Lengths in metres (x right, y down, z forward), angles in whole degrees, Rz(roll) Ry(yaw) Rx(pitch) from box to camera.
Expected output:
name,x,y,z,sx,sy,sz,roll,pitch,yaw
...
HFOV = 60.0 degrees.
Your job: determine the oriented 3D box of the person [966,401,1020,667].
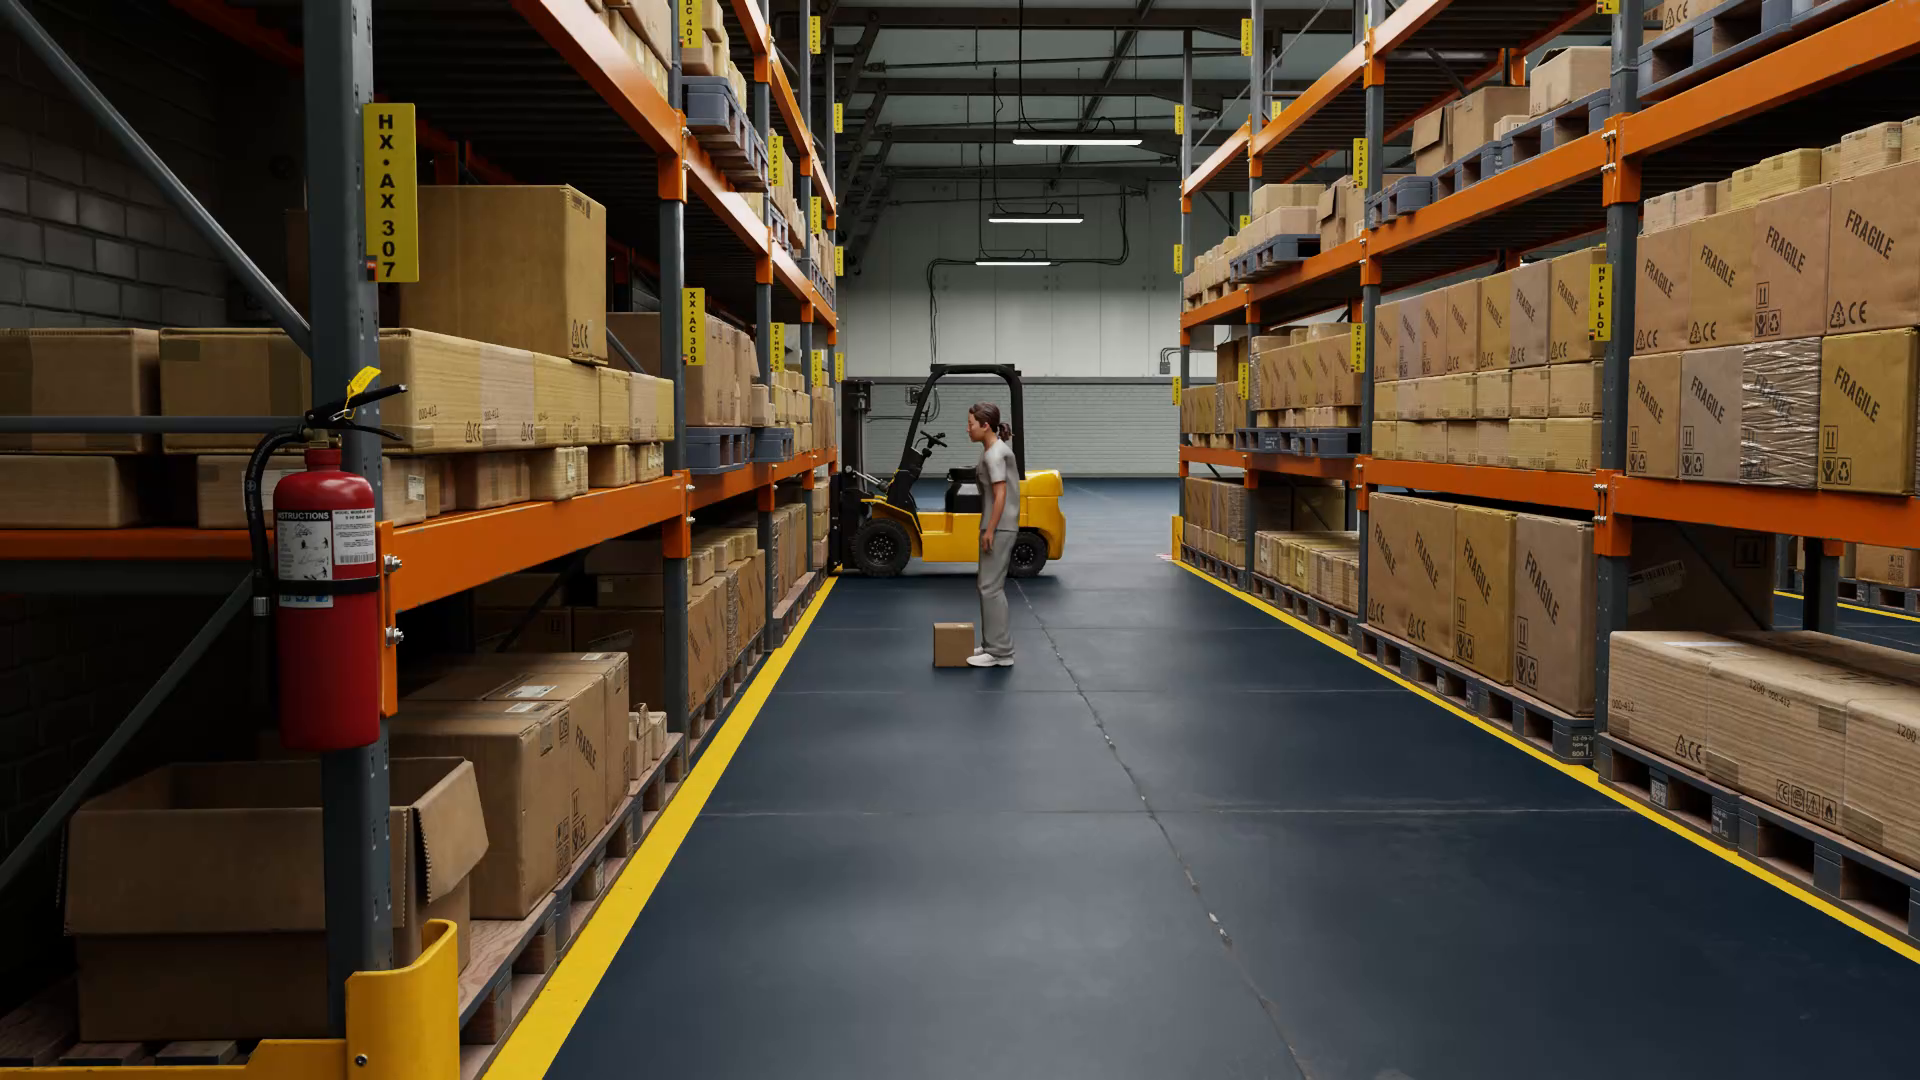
name,x,y,z,sx,sy,sz,roll,pitch,yaw
person,0.207,-0.043,10.592,0.355,1.673,0.489,0,4,-1
